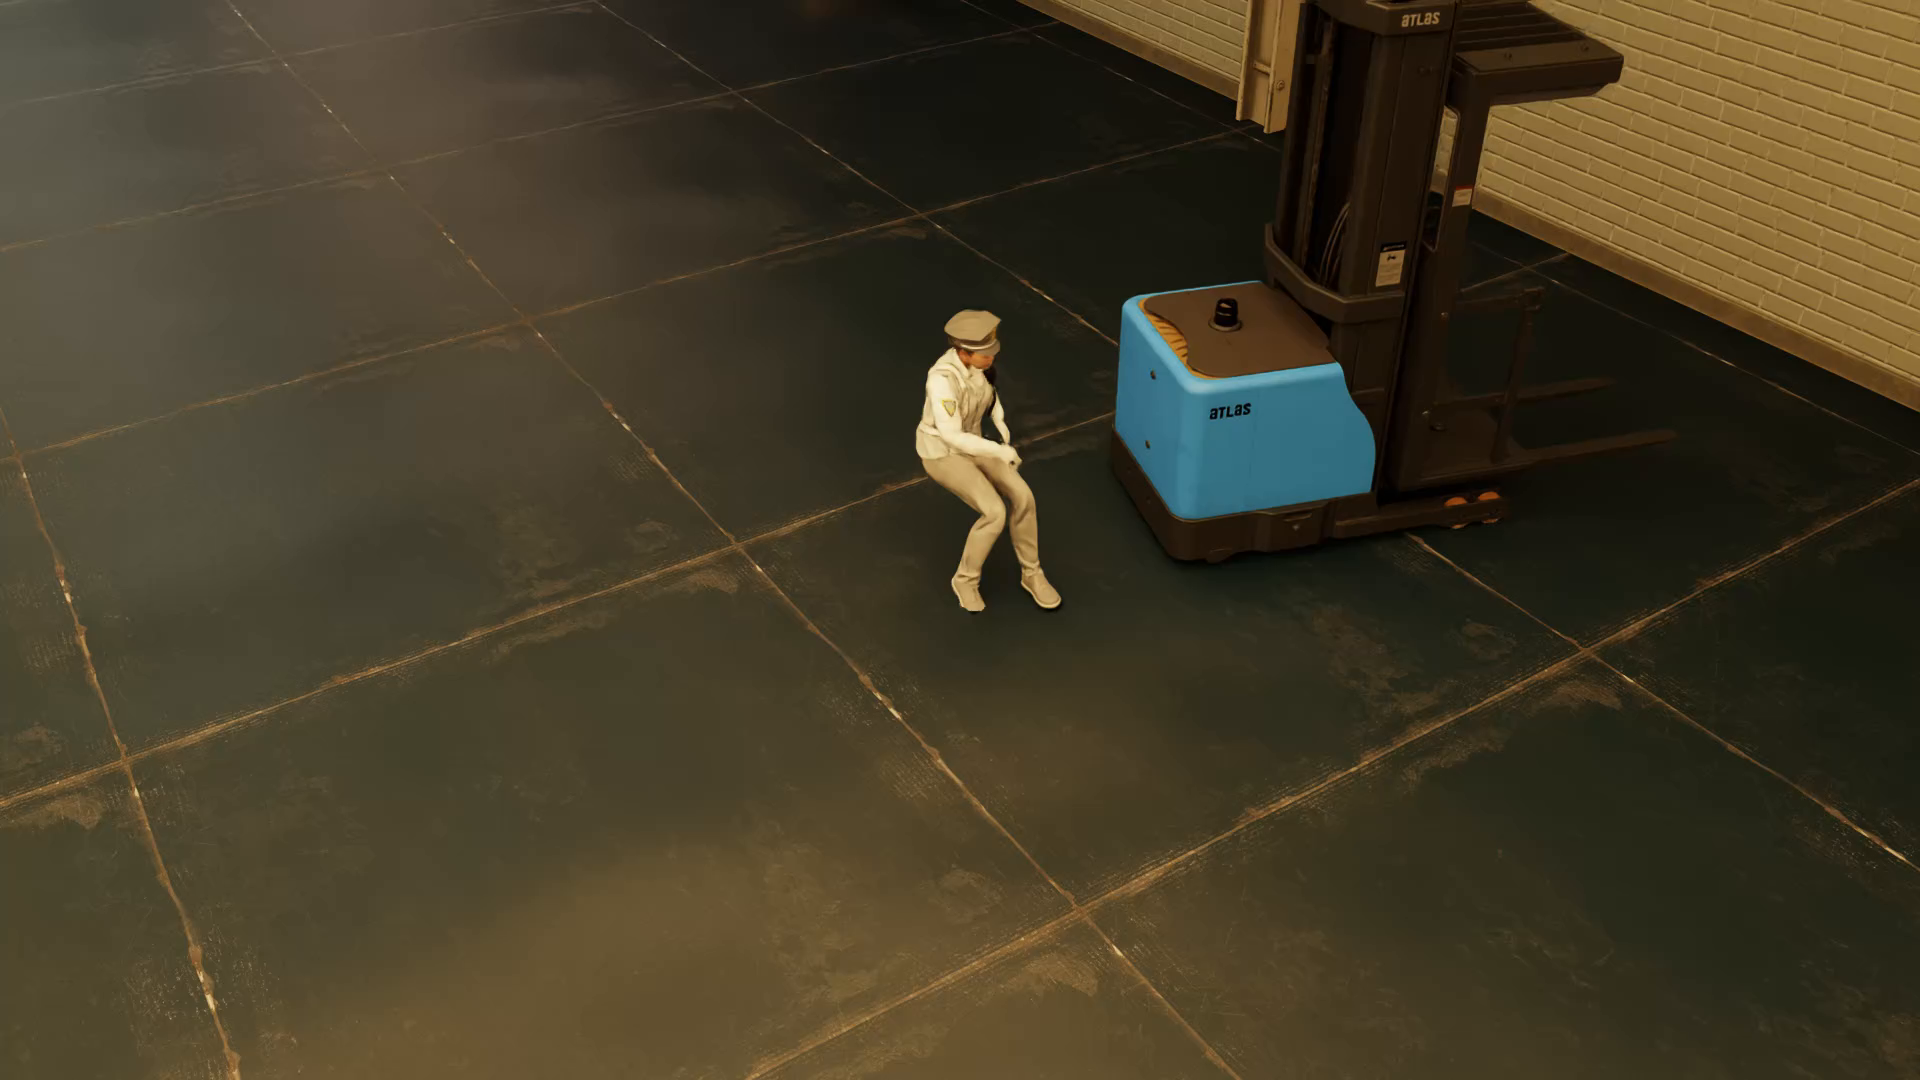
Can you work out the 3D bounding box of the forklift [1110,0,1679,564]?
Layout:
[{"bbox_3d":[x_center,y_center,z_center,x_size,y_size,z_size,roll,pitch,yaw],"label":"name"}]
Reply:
[{"bbox_3d":[2.402,-1.543,8.344,3.031,2.935,1.130,-9,36,-12],"label":"forklift"}]

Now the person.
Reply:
[{"bbox_3d":[0.185,-0.390,8.092,0.855,1.466,0.745,19,39,25],"label":"person"}]
